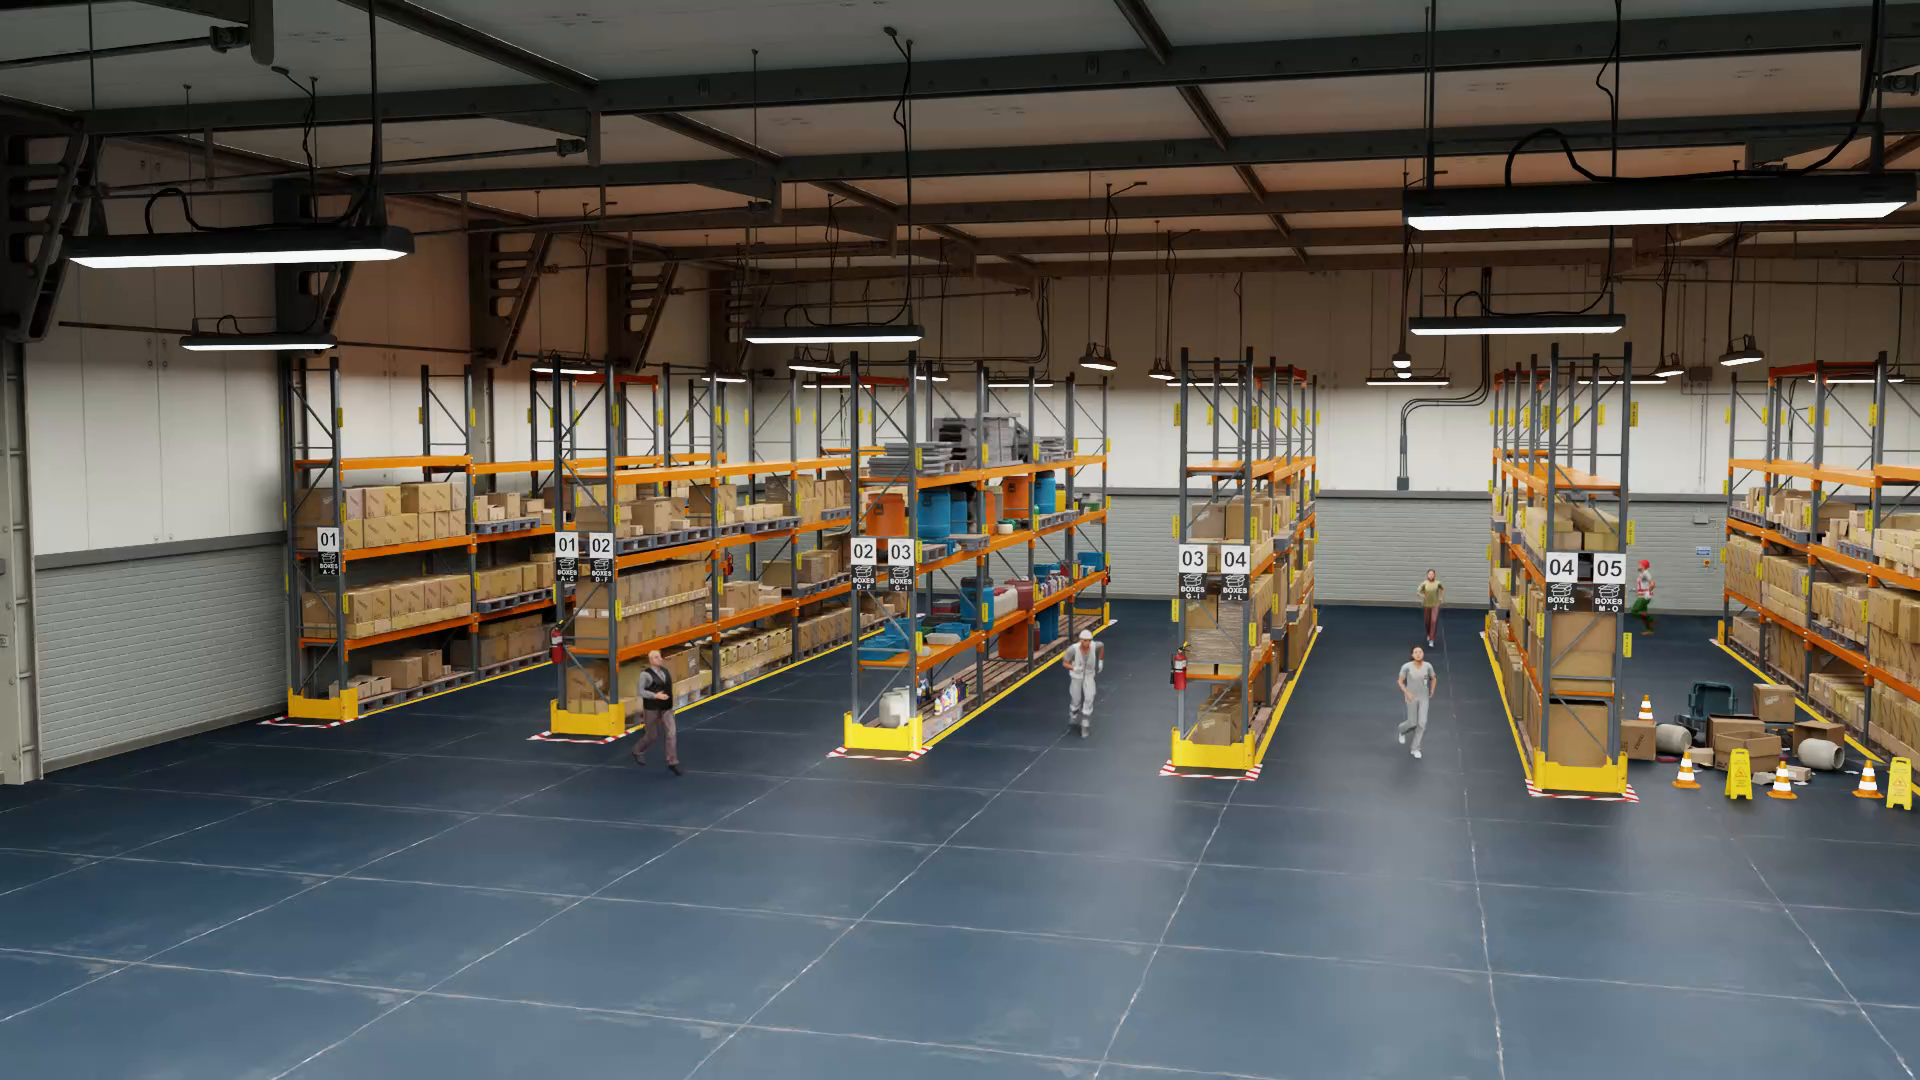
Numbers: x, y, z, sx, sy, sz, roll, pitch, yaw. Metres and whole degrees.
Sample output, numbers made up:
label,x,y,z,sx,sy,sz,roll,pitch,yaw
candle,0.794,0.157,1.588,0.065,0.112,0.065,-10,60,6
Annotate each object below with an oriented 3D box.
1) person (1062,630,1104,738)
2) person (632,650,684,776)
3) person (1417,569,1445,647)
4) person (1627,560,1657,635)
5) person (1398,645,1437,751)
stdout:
label,x,y,z,sx,sy,sz,roll,pitch,yaw
person,1.940,2.242,26.427,0.707,1.729,1.030,-1,4,-8
person,-4.270,2.416,23.446,0.963,1.735,0.671,4,6,42
person,10.349,1.470,36.565,0.591,1.669,0.964,1,4,18
person,15.716,1.323,38.308,0.660,1.739,0.684,1,4,19
person,6.813,2.342,24.780,0.568,1.575,0.571,0,4,1
